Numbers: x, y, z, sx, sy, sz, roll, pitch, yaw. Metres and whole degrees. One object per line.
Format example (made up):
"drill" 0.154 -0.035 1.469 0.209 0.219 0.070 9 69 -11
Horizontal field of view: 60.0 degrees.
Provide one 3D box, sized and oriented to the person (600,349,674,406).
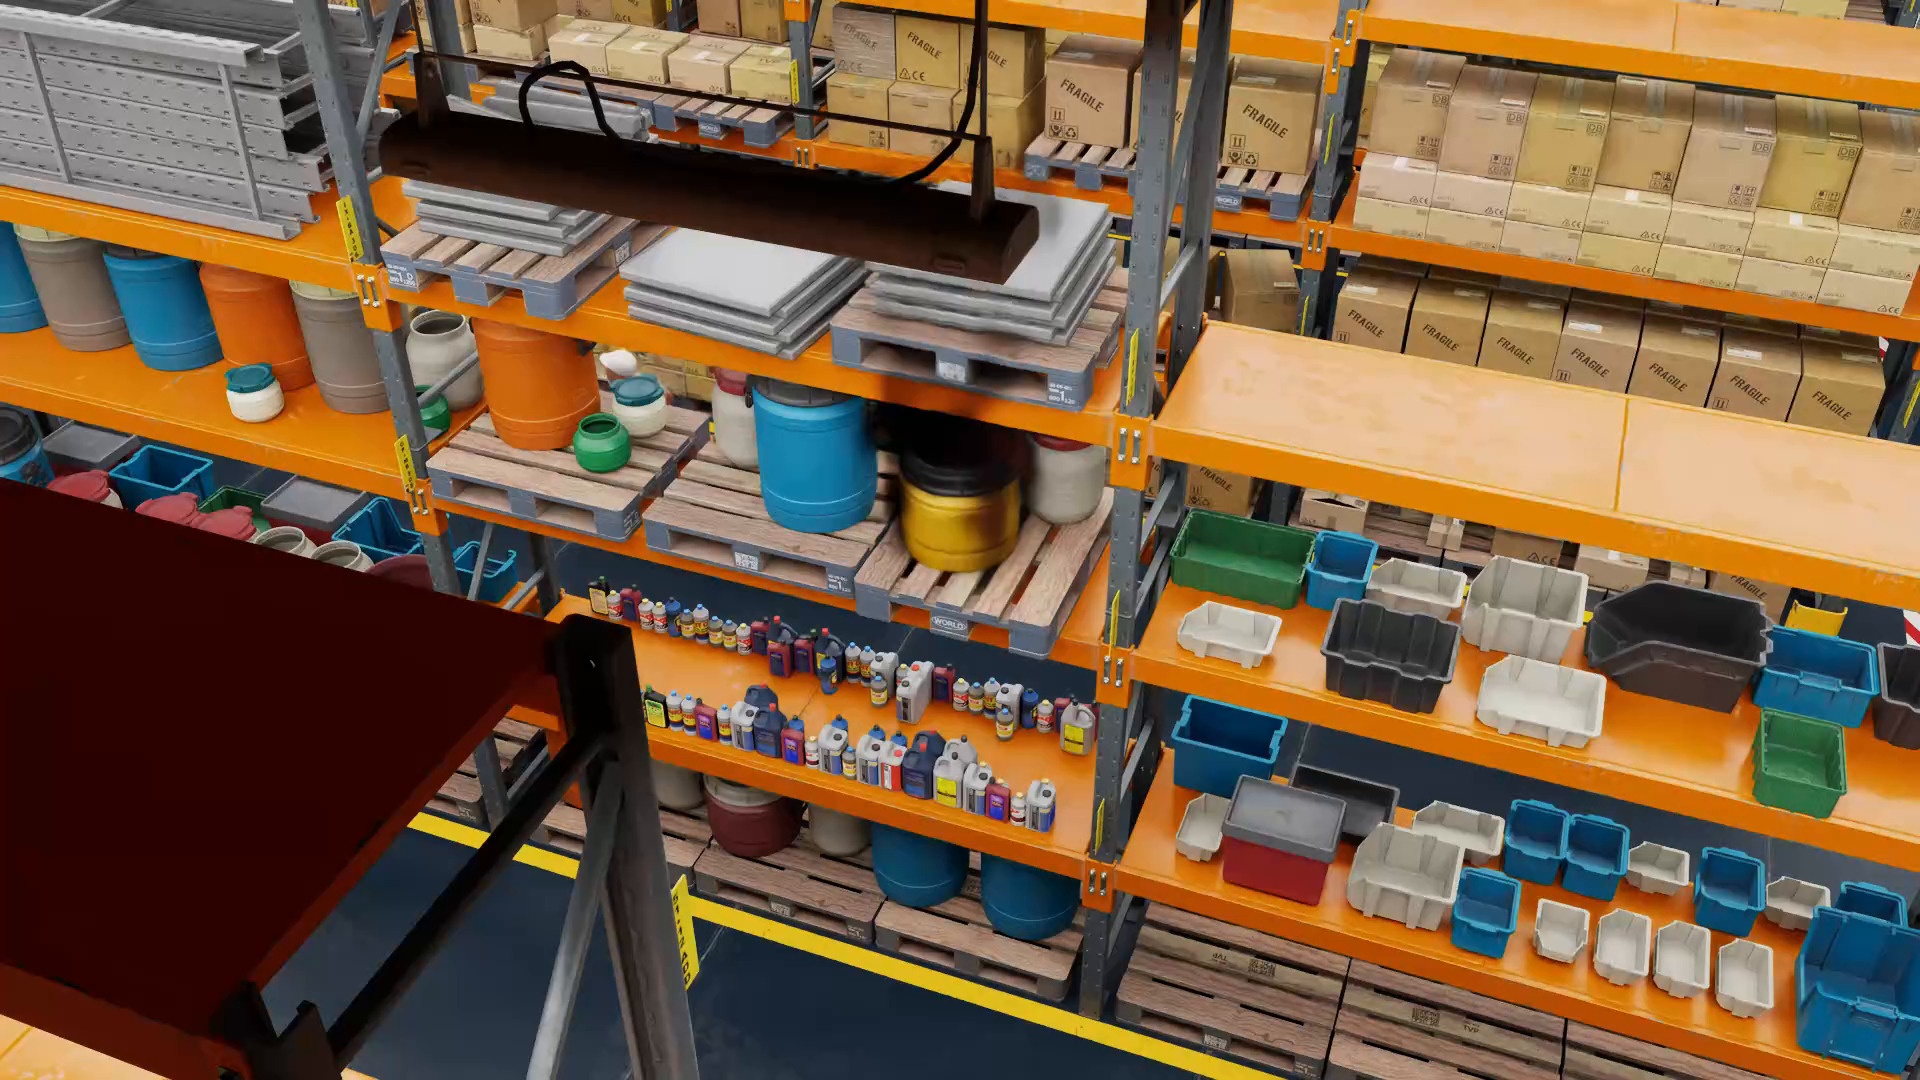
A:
"person" -2.512 -0.666 12.590 0.980 1.783 0.659 8 37 10
